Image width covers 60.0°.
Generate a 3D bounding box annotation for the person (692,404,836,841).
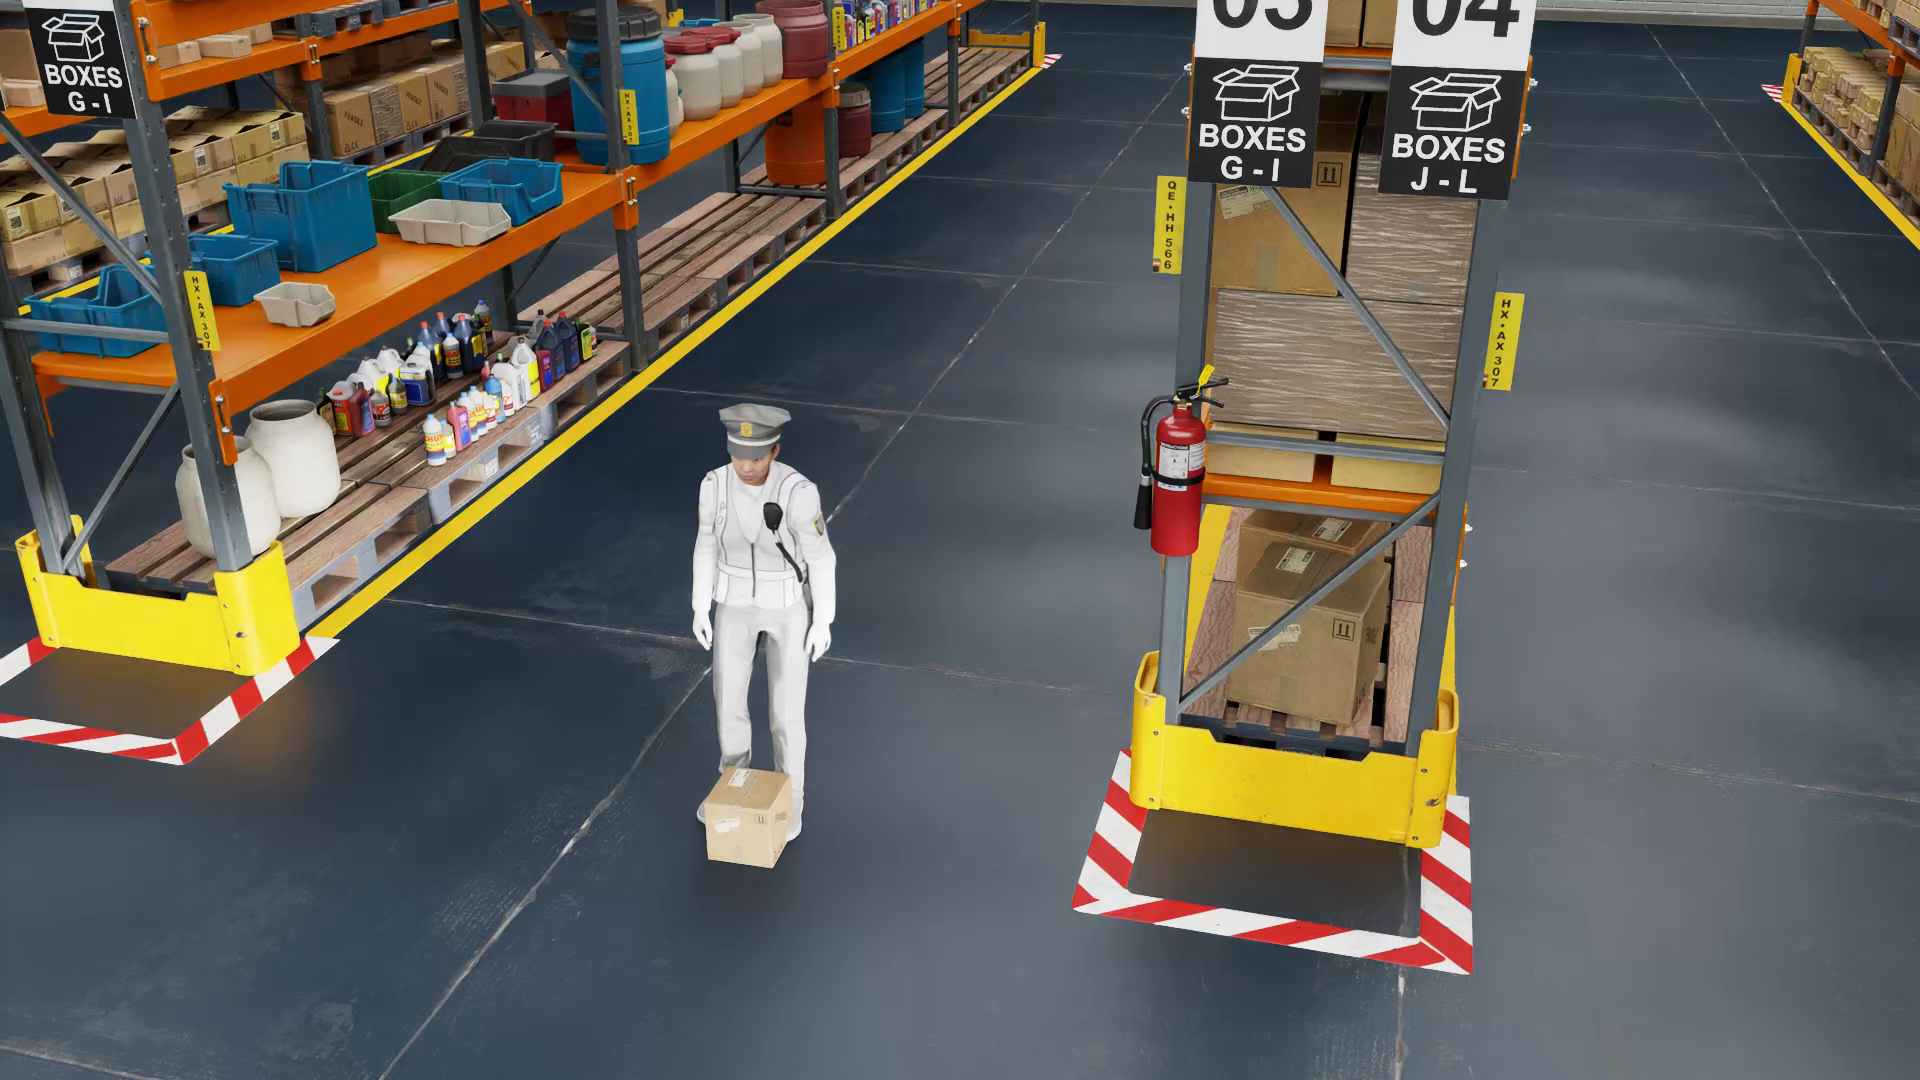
[{"bbox_3d":[-0.719,0.287,6.005,0.539,1.662,0.414,5,26,10],"label":"person"}]
